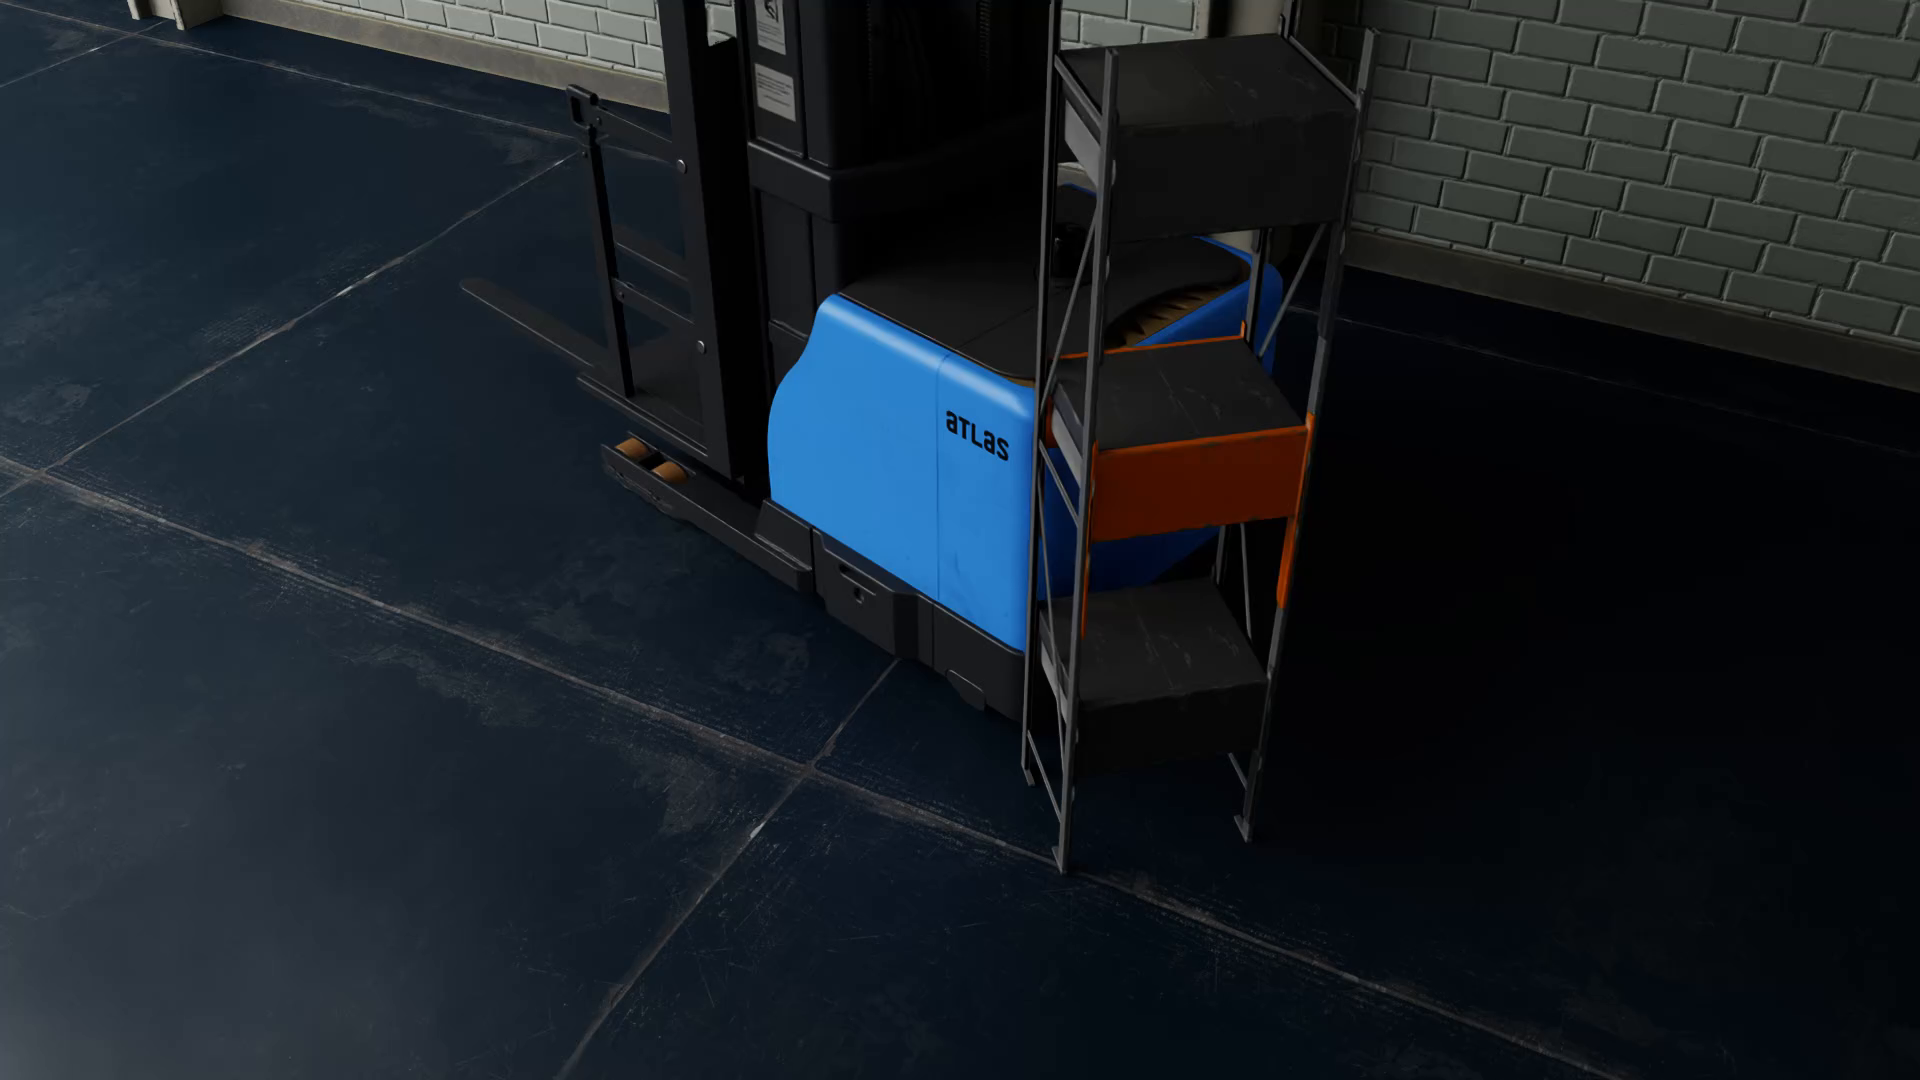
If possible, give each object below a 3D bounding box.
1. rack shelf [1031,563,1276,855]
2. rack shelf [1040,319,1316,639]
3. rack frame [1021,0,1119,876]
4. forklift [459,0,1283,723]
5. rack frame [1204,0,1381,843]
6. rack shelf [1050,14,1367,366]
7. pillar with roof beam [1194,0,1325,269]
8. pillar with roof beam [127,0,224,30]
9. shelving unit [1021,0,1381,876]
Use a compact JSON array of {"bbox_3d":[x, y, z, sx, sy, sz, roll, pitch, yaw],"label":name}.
[{"bbox_3d":[0.455,0.417,4.142,0.480,0.518,0.431,-8,38,-10],"label":"rack shelf"},{"bbox_3d":[0.458,-0.141,3.719,0.480,0.518,0.431,-8,38,-10],"label":"rack shelf"},{"bbox_3d":[0.220,-0.119,3.667,0.015,2.100,0.400,-8,38,-10],"label":"rack frame"},{"bbox_3d":[-0.528,-1.451,4.738,3.031,2.935,1.130,30,46,34],"label":"forklift"},{"bbox_3d":[0.696,-0.184,3.755,0.015,2.100,0.400,-8,38,-10],"label":"rack frame"},{"bbox_3d":[0.461,-0.699,3.297,0.480,0.518,0.431,-8,38,-10],"label":"rack shelf"},{"bbox_3d":[-0.863,-2.442,1.024,0.400,9.000,9.100,17,41,21],"label":"pillar with roof beam"},{"bbox_3d":[-6.191,-4.110,3.222,0.400,9.000,9.100,17,41,21],"label":"pillar with roof beam"},{"bbox_3d":[0.458,-0.151,3.711,0.503,2.100,0.431,-8,38,-10],"label":"shelving unit"}]
